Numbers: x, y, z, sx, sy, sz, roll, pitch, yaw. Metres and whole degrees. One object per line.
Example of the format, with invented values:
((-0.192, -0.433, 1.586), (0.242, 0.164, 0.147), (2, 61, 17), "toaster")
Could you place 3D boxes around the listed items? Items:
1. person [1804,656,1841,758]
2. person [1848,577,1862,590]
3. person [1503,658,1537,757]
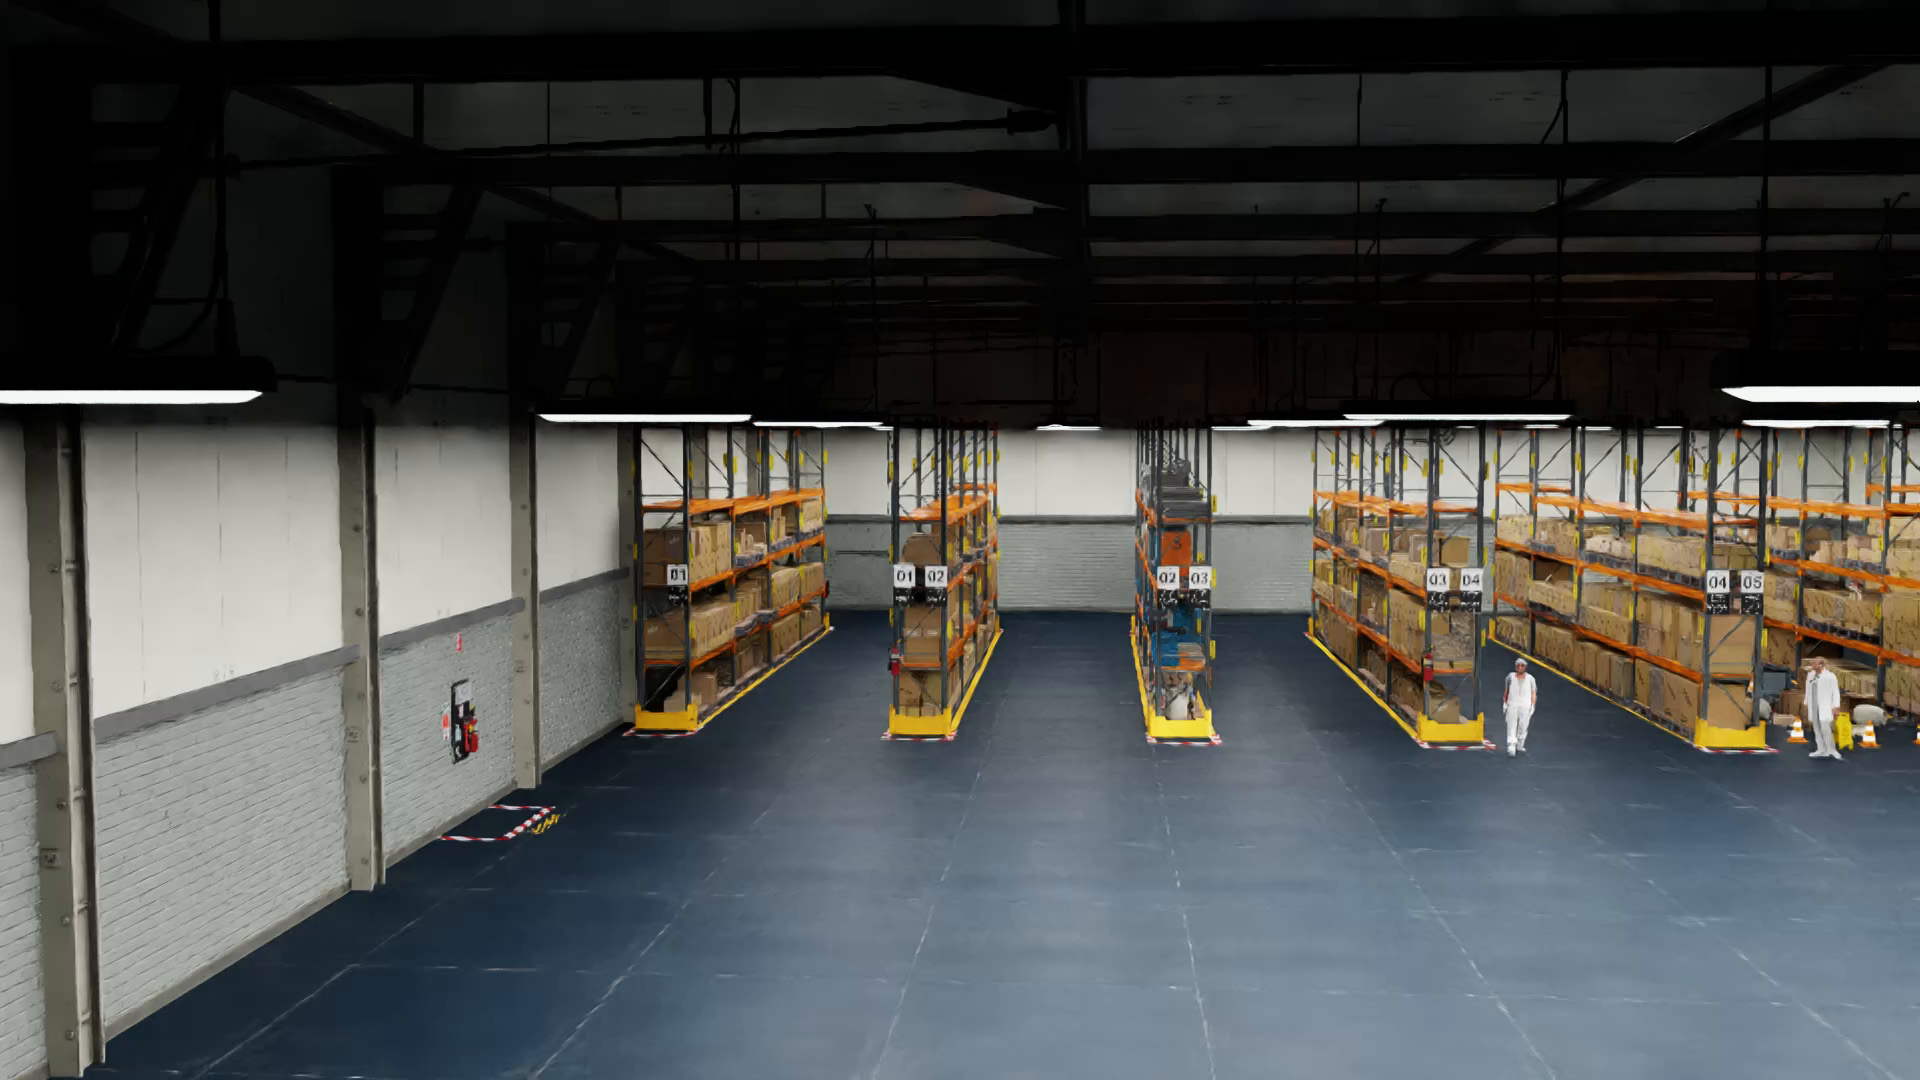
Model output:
((15.111, 2.974, 29.125), (0.454, 1.671, 0.687), (-2, 4, -28), "person")
((25.191, 1.798, 46.651), (0.553, 1.781, 0.646), (-2, 4, -26), "person")
((9.879, 2.931, 29.325), (0.529, 1.728, 1.037), (1, 4, 13), "person")
